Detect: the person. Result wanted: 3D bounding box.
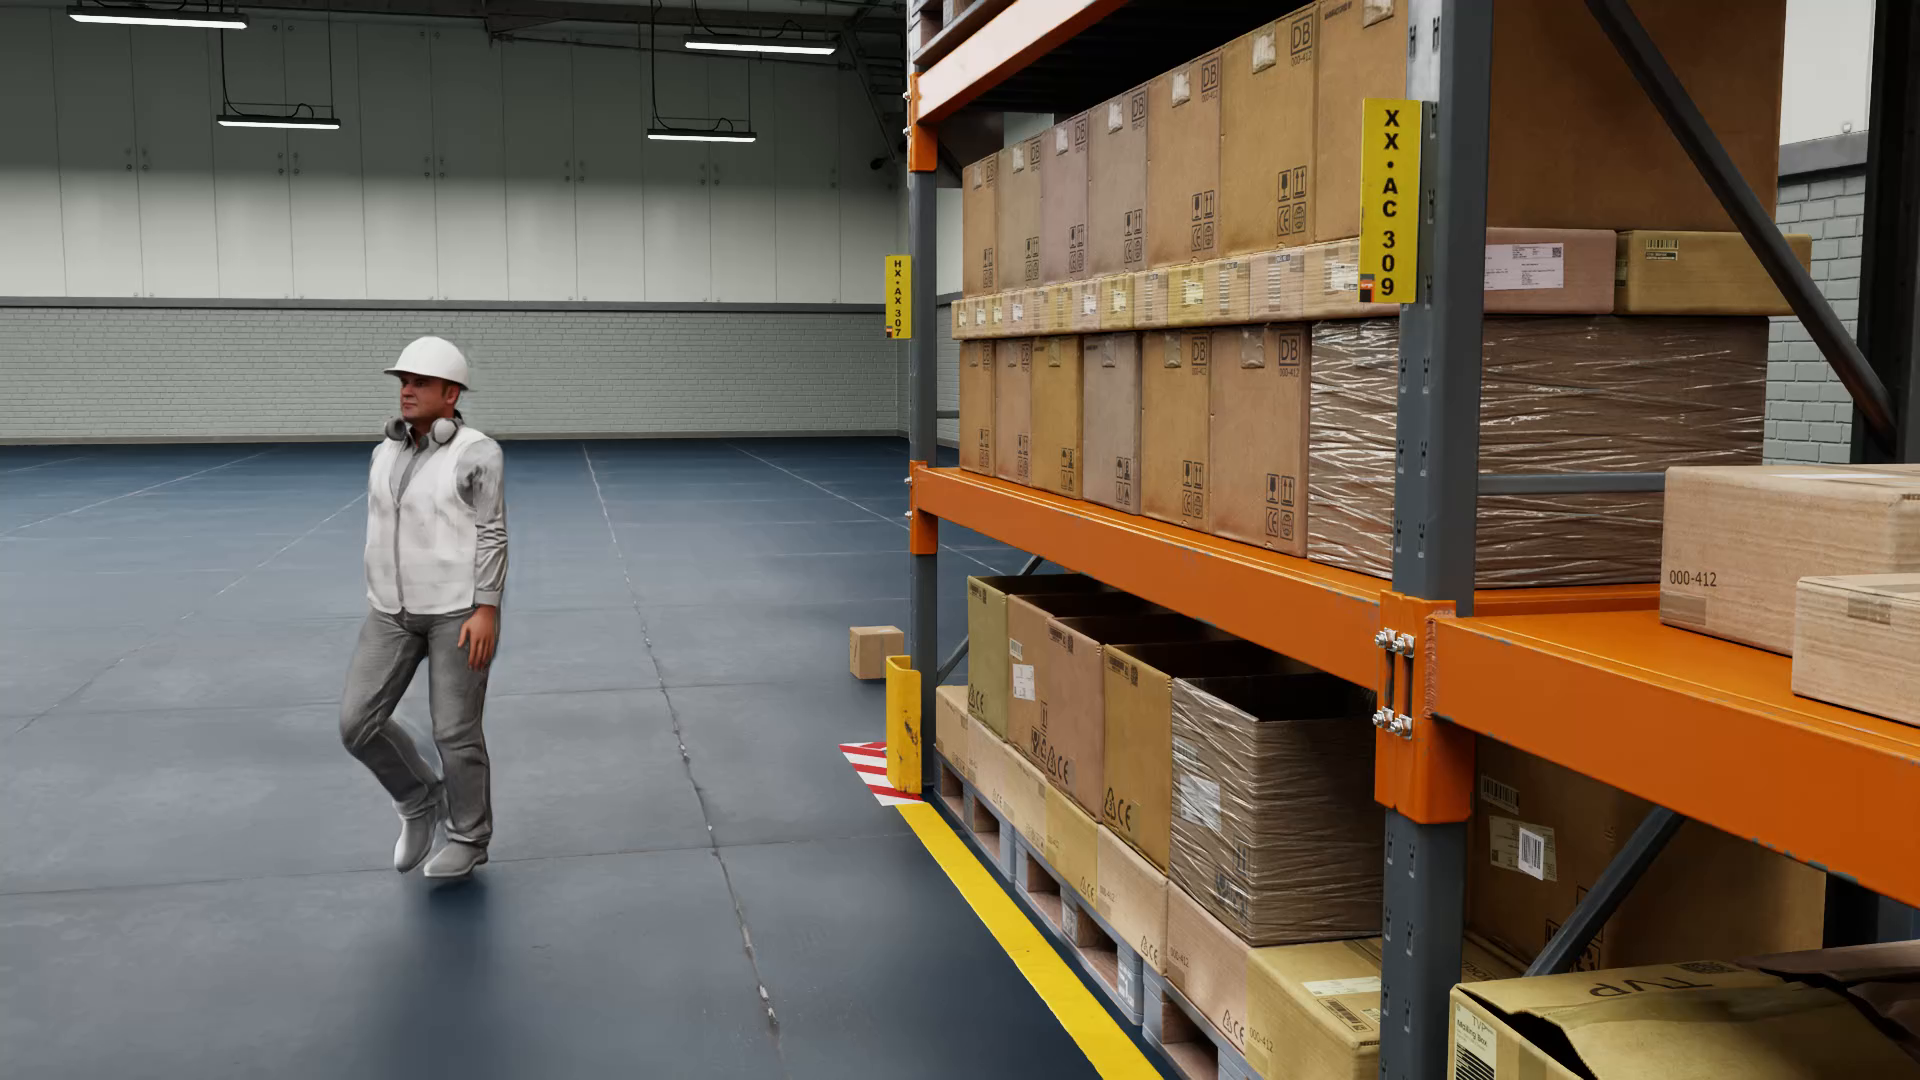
[{"bbox_3d":[-1.738,0.241,5.427,0.550,1.795,0.450,2,6,17],"label":"person"}]
